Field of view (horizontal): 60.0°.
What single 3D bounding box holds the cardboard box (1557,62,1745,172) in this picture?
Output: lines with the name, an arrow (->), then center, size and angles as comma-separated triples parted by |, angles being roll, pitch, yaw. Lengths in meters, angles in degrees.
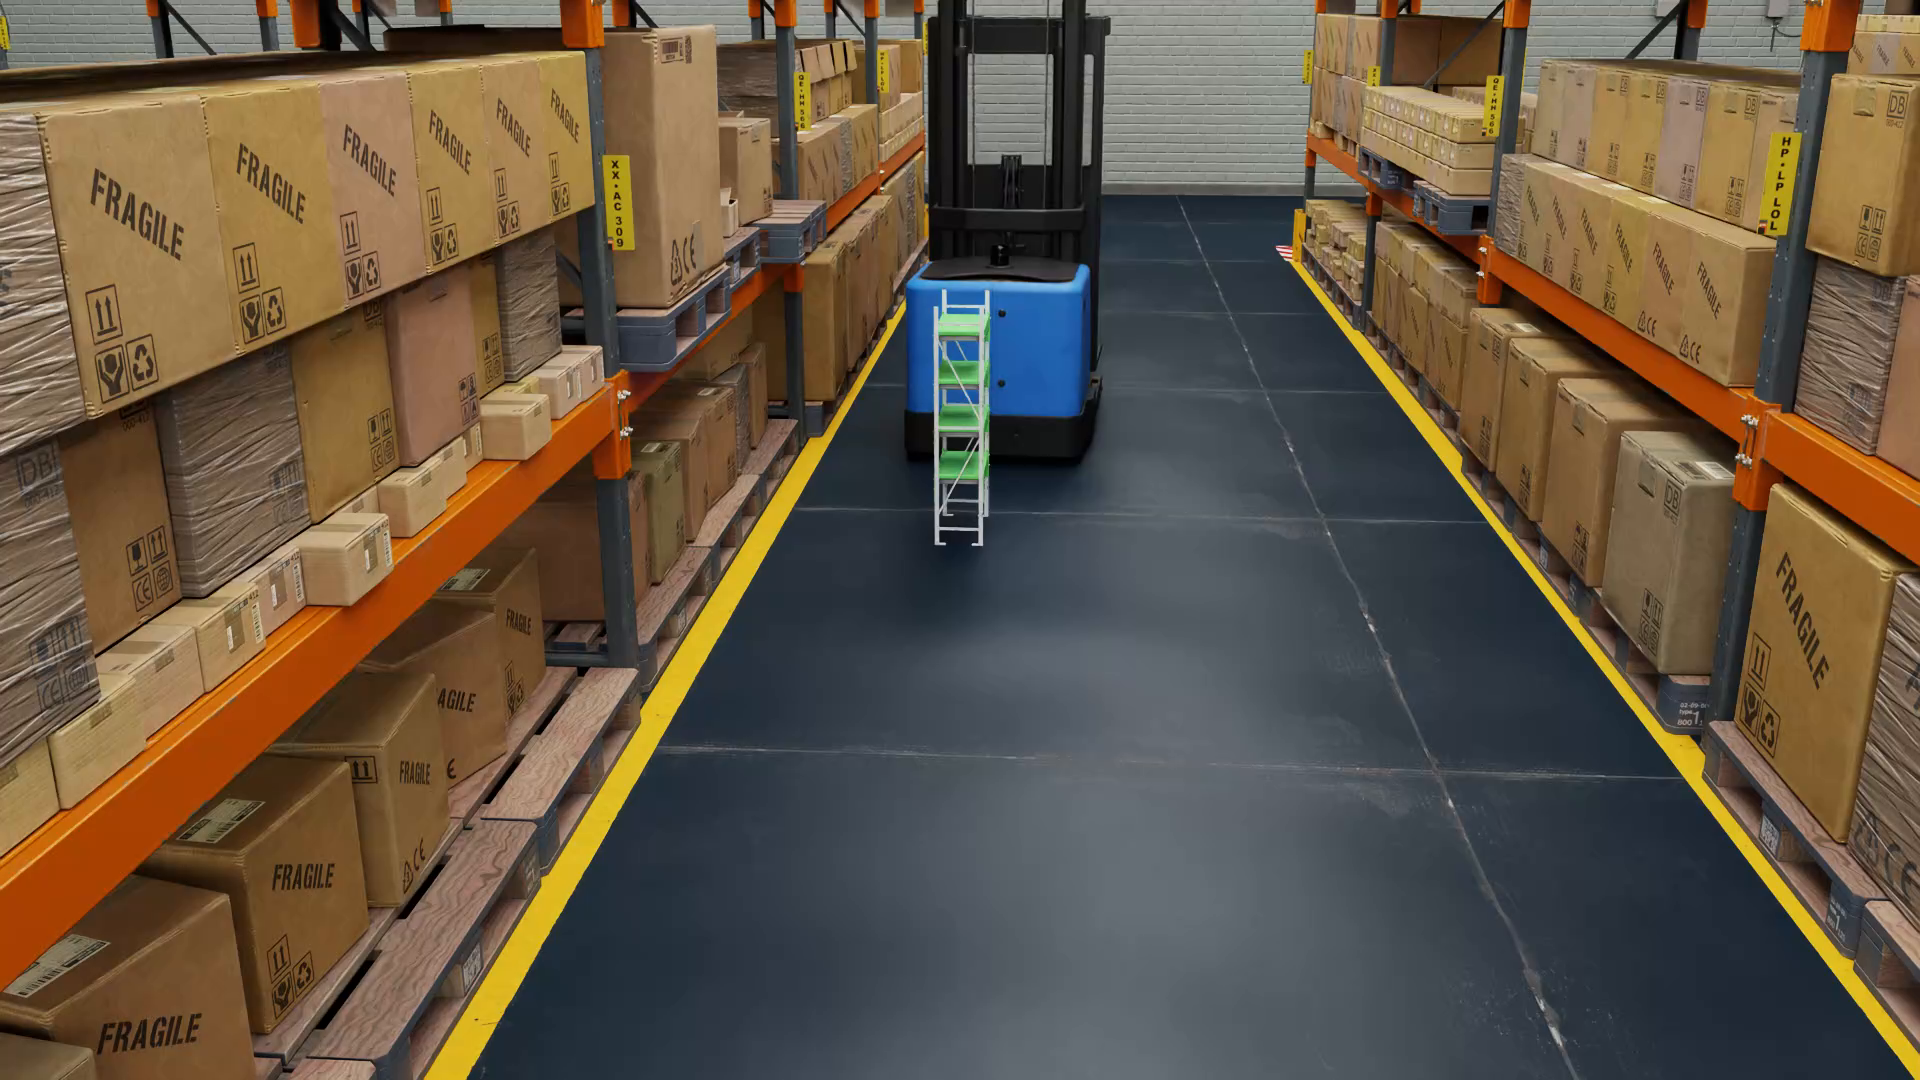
cardboard box -> 3.413, -2.101, 8.251 | 0.700, 0.500, 0.500 | 1, 18, 3

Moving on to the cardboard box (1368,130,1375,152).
cardboard box -> 3.276, -2.999, 12.486 | 0.380, 0.149, 0.250 | 2, 18, 5

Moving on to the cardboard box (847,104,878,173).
cardboard box -> -0.924, -3.155, 13.074 | 0.500, 0.500, 0.500 | 1, 18, 4

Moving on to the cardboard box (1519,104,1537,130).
cardboard box -> 3.792, -2.703, 10.627 | 0.380, 0.149, 0.250 | 2, 18, 6

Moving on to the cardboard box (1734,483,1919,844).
cardboard box -> 3.088, 0.372, 5.209 | 0.875, 0.875, 0.875 | 2, 18, 5

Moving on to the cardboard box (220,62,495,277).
cardboard box -> -1.566, -0.982, 4.358 | 0.500, 0.500, 0.500 | 1, 18, 4

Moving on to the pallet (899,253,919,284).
pallet -> -0.946, -2.548, 15.861 | 1.003, 0.211, 1.213 | 1, 18, 4

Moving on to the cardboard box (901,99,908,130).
cardboard box -> -0.753, -3.937, 15.386 | 0.500, 0.250, 0.500 | 1, 18, 4

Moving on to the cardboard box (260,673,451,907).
cardboard box -> -1.805, 0.710, 4.779 | 0.500, 0.500, 0.500 | 0, 18, -1

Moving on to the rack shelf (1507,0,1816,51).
rack shelf -> 3.347, -2.337, 7.076 | 1.077, 0.370, 4.000 | 1, 18, 4

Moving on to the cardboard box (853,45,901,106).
cardboard box -> -0.798, -4.143, 14.808 | 0.500, 0.500, 0.500 | 1, 18, 2

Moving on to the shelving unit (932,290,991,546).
shelving unit -> 0.012, -0.622, 8.393 | 0.258, 1.200, 0.503 | 1, 18, 4

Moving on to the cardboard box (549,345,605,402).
cardboard box -> -1.459, -0.582, 5.784 | 0.380, 0.149, 0.250 | 1, 18, 4

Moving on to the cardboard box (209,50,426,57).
cardboard box -> -2.022, -1.304, 5.342 | 0.500, 0.500, 0.500 | 1, 18, 4

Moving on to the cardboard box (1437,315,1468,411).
cardboard box -> 3.276, -1.096, 10.292 | 0.500, 0.500, 0.500 | 1, 18, 4

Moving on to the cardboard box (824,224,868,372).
cardboard box -> -1.308, -1.697, 11.523 | 1.225, 0.875, 0.875 | 1, 18, 4

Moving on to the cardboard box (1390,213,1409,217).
cardboard box -> 4.266, -2.993, 15.688 | 0.380, 0.149, 0.250 | 2, 18, 6

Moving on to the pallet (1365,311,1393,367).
pallet -> 3.722, -1.550, 12.814 | 1.003, 0.211, 1.213 | 1, 18, 4

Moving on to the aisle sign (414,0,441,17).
aisle sign -> -5.519, -5.863, 17.324 | 0.394, 0.787, 0.004 | 1, 18, 4

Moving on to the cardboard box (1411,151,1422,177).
cardboard box -> 3.144, -2.436, 10.769 | 0.380, 0.149, 0.250 | 0, 18, 1

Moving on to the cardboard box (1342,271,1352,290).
cardboard box -> 3.522, -2.253, 14.387 | 0.380, 0.149, 0.250 | 1, 18, 2

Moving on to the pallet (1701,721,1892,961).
pallet -> 3.071, 0.927, 5.254 | 1.003, 0.211, 1.213 | 1, 18, 4

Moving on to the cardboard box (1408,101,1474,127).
cardboard box -> 3.163, -2.801, 10.929 | 0.380, 0.149, 0.250 | 2, 18, 7

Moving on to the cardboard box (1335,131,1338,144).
cardboard box -> 3.692, -3.741, 15.426 | 0.380, 0.149, 0.250 | 1, 18, 3

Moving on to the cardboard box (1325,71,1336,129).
cardboard box -> 3.695, -4.096, 15.468 | 0.500, 0.500, 0.500 | 2, 18, 5

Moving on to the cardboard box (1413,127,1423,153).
cardboard box -> 3.144, -2.579, 10.729 | 0.380, 0.149, 0.250 | 1, 18, 4

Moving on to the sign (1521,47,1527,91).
sign -> 4.331, -3.656, 12.903 | 0.100, 0.325, 0.005 | 1, 18, 4

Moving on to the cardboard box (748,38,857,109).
cardboard box -> -1.201, -3.585, 12.774 | 0.797, 0.503, 0.637 | 1, 18, 2

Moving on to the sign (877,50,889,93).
sign -> -0.621, -3.762, 13.356 | 0.100, 0.325, 0.005 | 1, 18, 4

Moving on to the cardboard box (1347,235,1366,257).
cardboard box -> 3.532, -2.518, 14.240 | 0.380, 0.149, 0.250 | 1, 18, 3

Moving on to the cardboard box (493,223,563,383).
cardboard box -> -1.831, -0.825, 5.485 | 0.875, 0.500, 0.500 | 1, 18, 4

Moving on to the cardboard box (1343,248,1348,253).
cardboard box -> 3.606, -2.531, 14.757 | 0.380, 0.149, 0.250 | 2, 18, 5

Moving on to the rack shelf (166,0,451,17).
rack shelf -> -5.960, -5.074, 15.430 | 1.077, 0.370, 4.000 | 1, 18, 4

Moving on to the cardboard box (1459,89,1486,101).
cardboard box -> 3.924, -3.267, 12.351 | 0.380, 0.149, 0.250 | 1, 18, 2

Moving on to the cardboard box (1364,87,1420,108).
cardboard box -> 3.290, -3.368, 12.657 | 0.380, 0.149, 0.250 | 2, 18, 7

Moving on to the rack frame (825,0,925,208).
rack frame -> -0.876, -4.501, 17.343 | 1.000, 3.000, 0.127 | 1, 18, 4

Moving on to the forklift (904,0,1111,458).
forklift -> 0.377, -2.287, 10.696 | 1.130, 2.935, 3.031 | 2, 18, 7

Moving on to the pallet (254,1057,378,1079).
pallet -> -1.924, 1.518, 3.451 | 1.003, 0.211, 1.213 | 1, 18, 4

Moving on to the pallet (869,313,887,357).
pallet -> -1.143, -1.693, 13.249 | 1.003, 0.211, 1.213 | 1, 18, 4

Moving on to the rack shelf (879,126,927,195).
rack shelf -> -1.020, -3.538, 15.559 | 1.077, 0.370, 4.000 | 1, 18, 4

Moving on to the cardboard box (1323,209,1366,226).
cardboard box -> 3.706, -3.089, 15.981 | 0.380, 0.149, 0.250 | 0, 18, 1

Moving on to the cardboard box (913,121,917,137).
cardboard box -> -0.628, -4.027, 16.300 | 0.380, 0.149, 0.250 | 2, 18, 5

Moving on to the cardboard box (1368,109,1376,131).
cardboard box -> 3.273, -3.146, 12.458 | 0.380, 0.149, 0.250 | 1, 18, 3

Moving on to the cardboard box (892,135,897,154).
cardboard box -> -0.756, -3.469, 14.597 | 0.380, 0.149, 0.250 | 1, 18, 2

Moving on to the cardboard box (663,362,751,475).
cardboard box -> -1.505, -0.657, 8.918 | 0.700, 0.500, 0.500 | 0, 18, -1

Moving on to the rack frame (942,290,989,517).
rack frame -> 0.029, -0.697, 8.624 | 0.240, 1.200, 0.015 | 1, 18, 4

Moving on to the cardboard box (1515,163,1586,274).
cardboard box -> 3.155, -1.631, 8.422 | 0.500, 0.500, 0.500 | 1, 18, 3

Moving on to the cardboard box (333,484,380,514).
cardboard box -> -1.675, -0.040, 4.132 | 0.380, 0.149, 0.250 | 1, 18, 4

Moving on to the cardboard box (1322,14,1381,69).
cardboard box -> 3.737, -4.733, 15.806 | 0.500, 0.500, 0.500 | 2, 18, 6

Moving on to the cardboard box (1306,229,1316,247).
cardboard box -> 3.707, -3.048, 16.813 | 0.380, 0.149, 0.250 | 2, 18, 5
